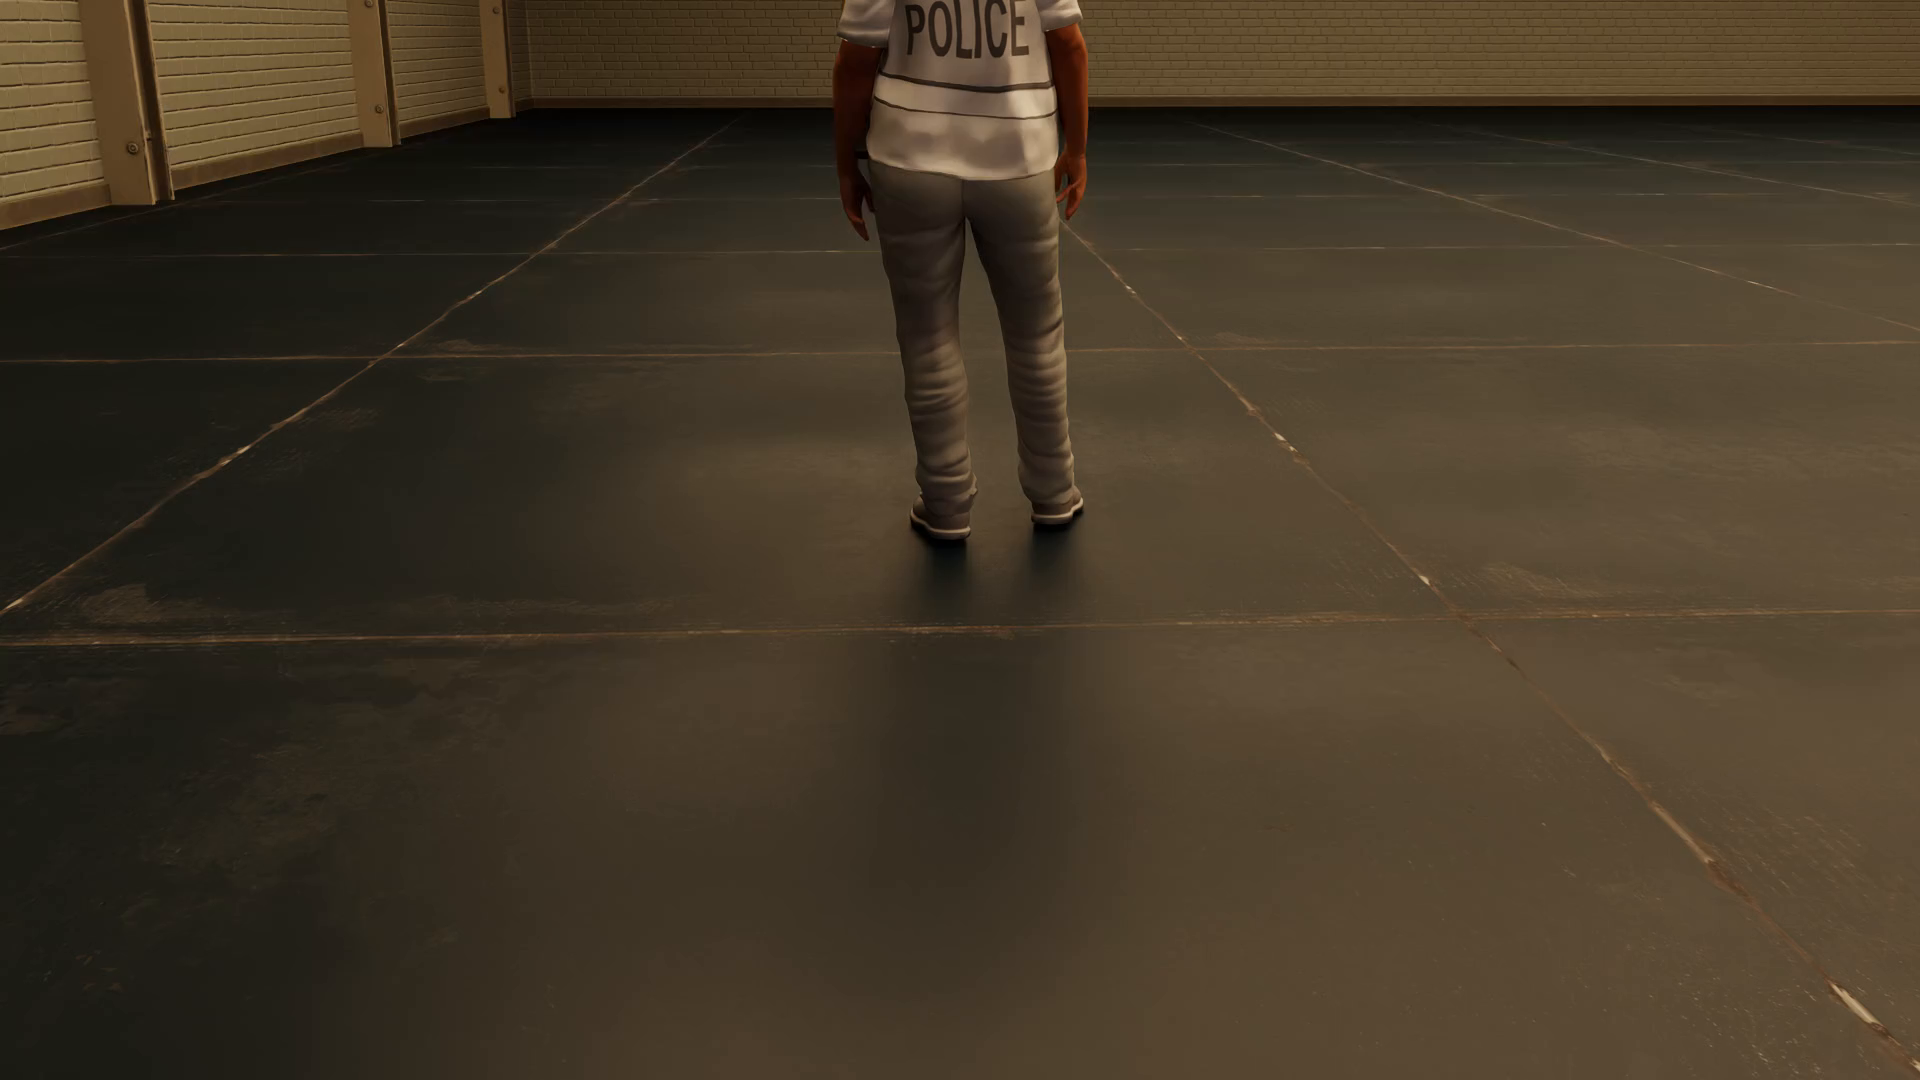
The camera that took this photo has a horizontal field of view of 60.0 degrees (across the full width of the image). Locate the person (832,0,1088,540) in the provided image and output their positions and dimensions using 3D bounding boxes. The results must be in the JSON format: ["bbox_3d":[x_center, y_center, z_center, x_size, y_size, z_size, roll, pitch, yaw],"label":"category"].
[{"bbox_3d":[0.019,-0.826,3.747,0.598,1.670,0.529,-1,17,-3],"label":"person"}]
